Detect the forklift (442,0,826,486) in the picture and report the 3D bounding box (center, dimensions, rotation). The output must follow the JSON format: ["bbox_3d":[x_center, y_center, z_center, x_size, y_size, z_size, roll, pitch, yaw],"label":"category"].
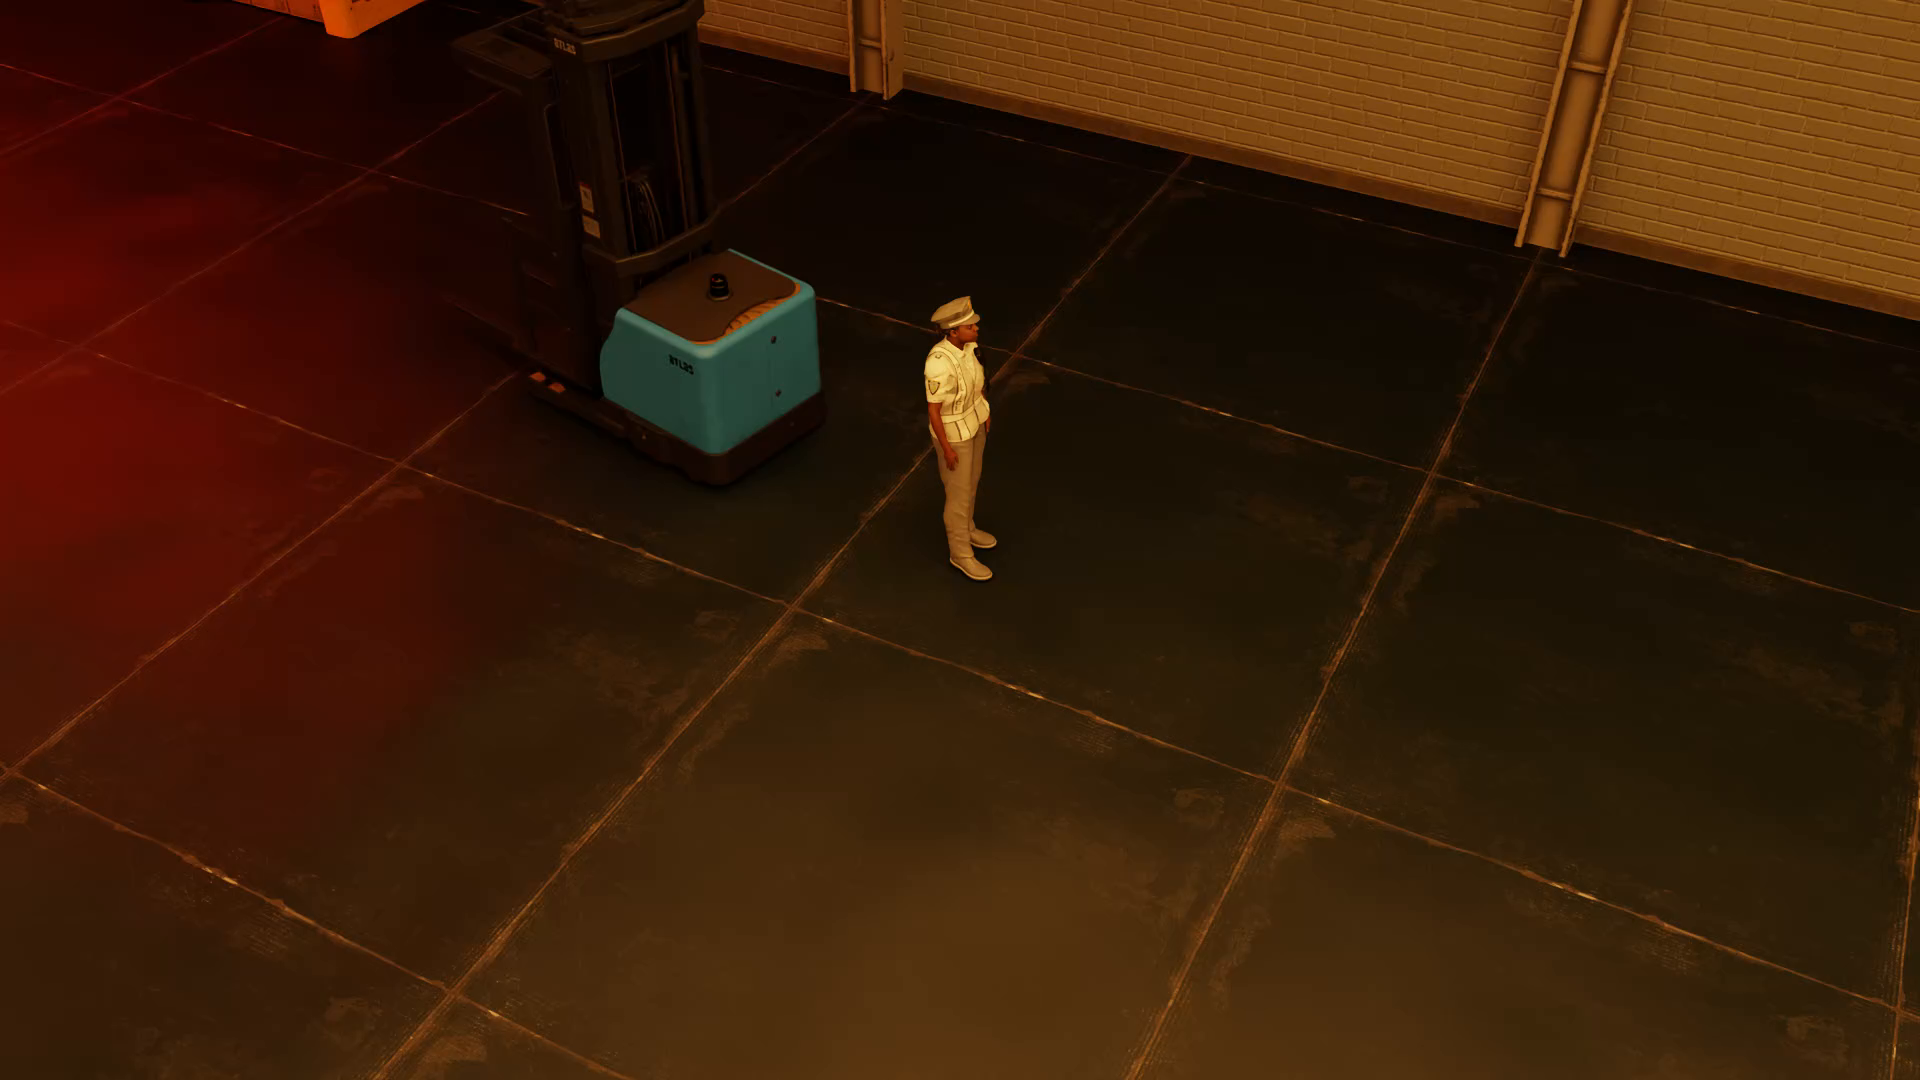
[{"bbox_3d":[-2.360,-2.262,10.672,3.031,2.935,1.130,28,47,29],"label":"forklift"}]

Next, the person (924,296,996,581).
[{"bbox_3d":[0.058,-0.621,9.671,0.528,1.697,0.570,18,43,21],"label":"person"}]
